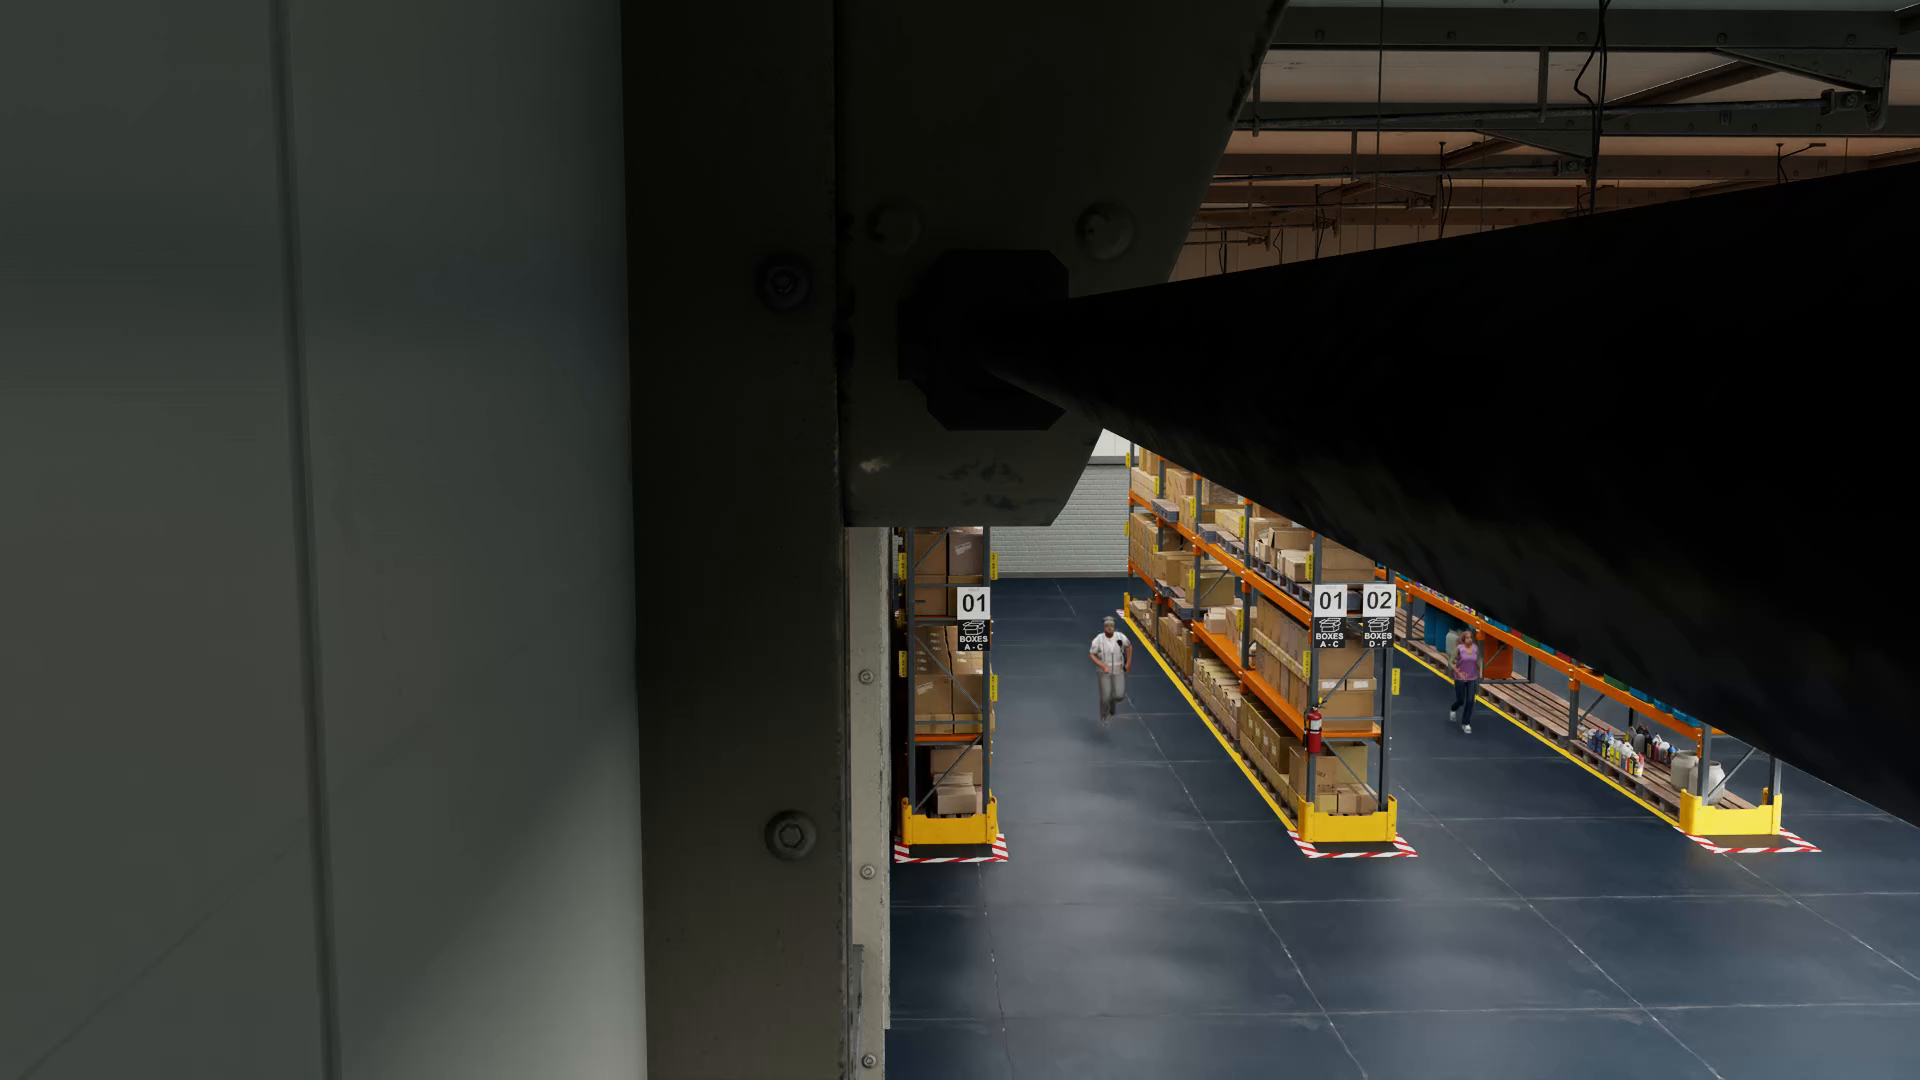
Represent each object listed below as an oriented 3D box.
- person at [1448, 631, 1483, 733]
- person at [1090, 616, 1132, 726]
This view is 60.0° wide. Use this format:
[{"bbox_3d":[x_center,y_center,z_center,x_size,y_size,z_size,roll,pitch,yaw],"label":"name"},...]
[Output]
[{"bbox_3d":[7.971,2.205,26.241,0.566,1.592,0.669,0,7,-2],"label":"person"},{"bbox_3d":[2.356,2.039,25.847,0.690,1.748,0.657,-1,7,-5],"label":"person"}]
